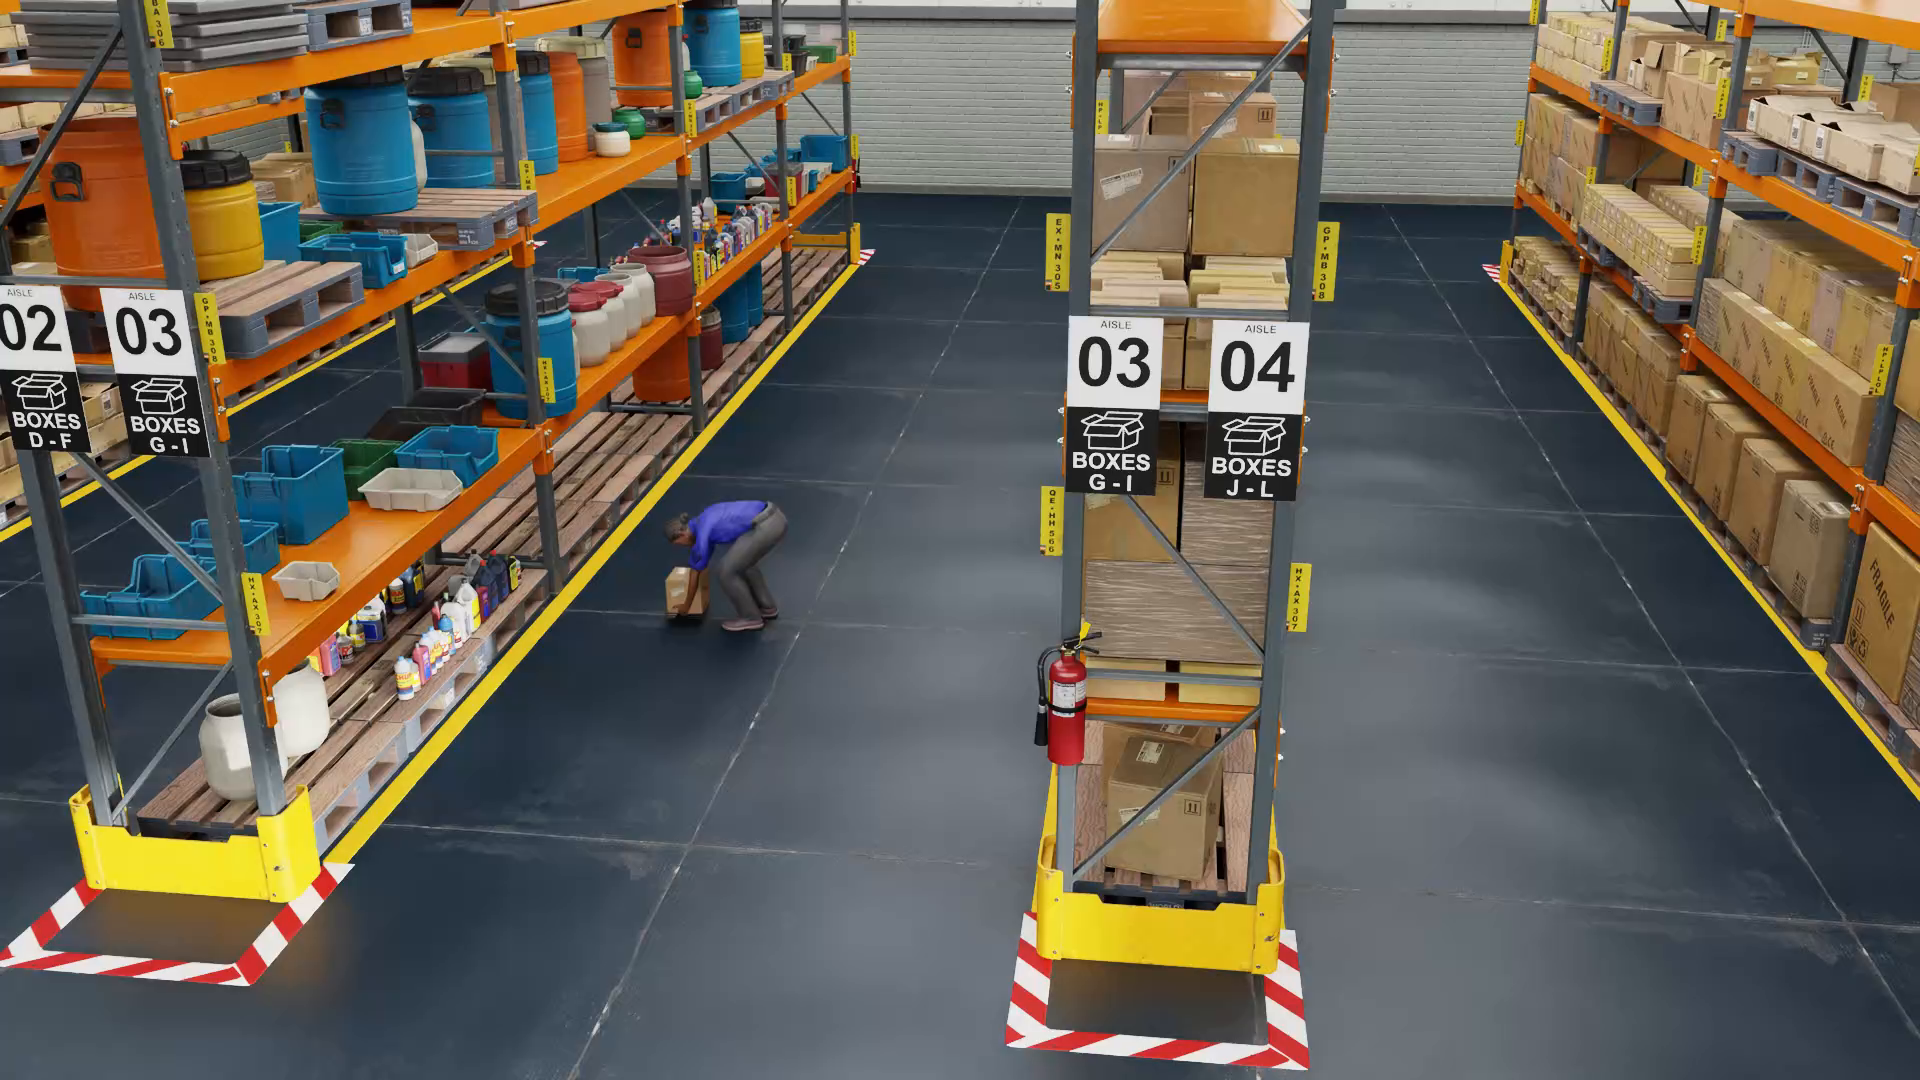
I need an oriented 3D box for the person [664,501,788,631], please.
[{"bbox_3d":[-1.641,0.165,11.710,0.870,0.904,0.445,1,21,4],"label":"person"}]
